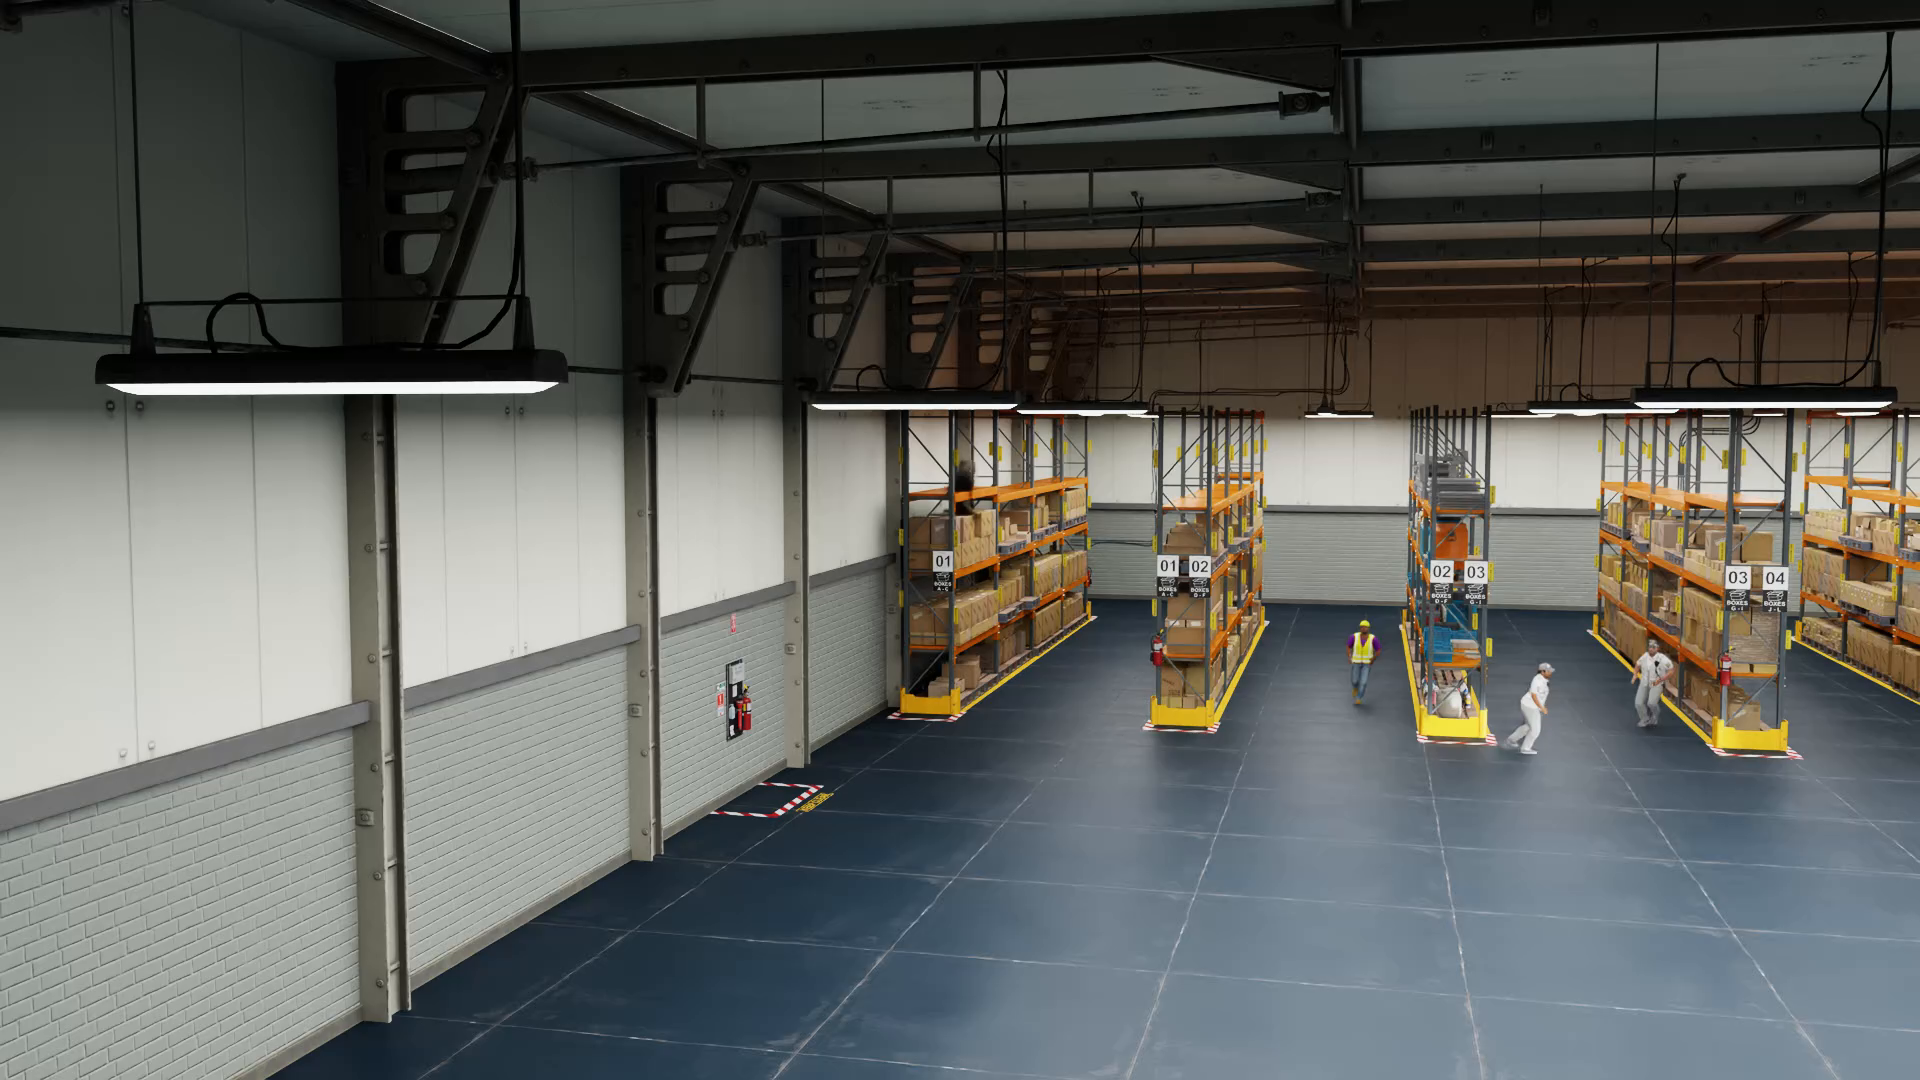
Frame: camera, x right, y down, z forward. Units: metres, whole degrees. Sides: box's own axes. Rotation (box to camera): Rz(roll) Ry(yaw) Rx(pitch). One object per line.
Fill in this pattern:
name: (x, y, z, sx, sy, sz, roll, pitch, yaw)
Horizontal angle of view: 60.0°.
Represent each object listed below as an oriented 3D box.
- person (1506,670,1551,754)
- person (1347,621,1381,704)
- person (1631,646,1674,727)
person: (9.770, 2.936, 28.588, 0.735, 1.471, 0.606, 2, 4, 23)
person: (8.157, 2.465, 33.620, 0.685, 1.698, 0.572, 1, 4, 19)
person: (12.899, 2.705, 30.959, 0.740, 1.636, 0.548, 4, 5, 41)
